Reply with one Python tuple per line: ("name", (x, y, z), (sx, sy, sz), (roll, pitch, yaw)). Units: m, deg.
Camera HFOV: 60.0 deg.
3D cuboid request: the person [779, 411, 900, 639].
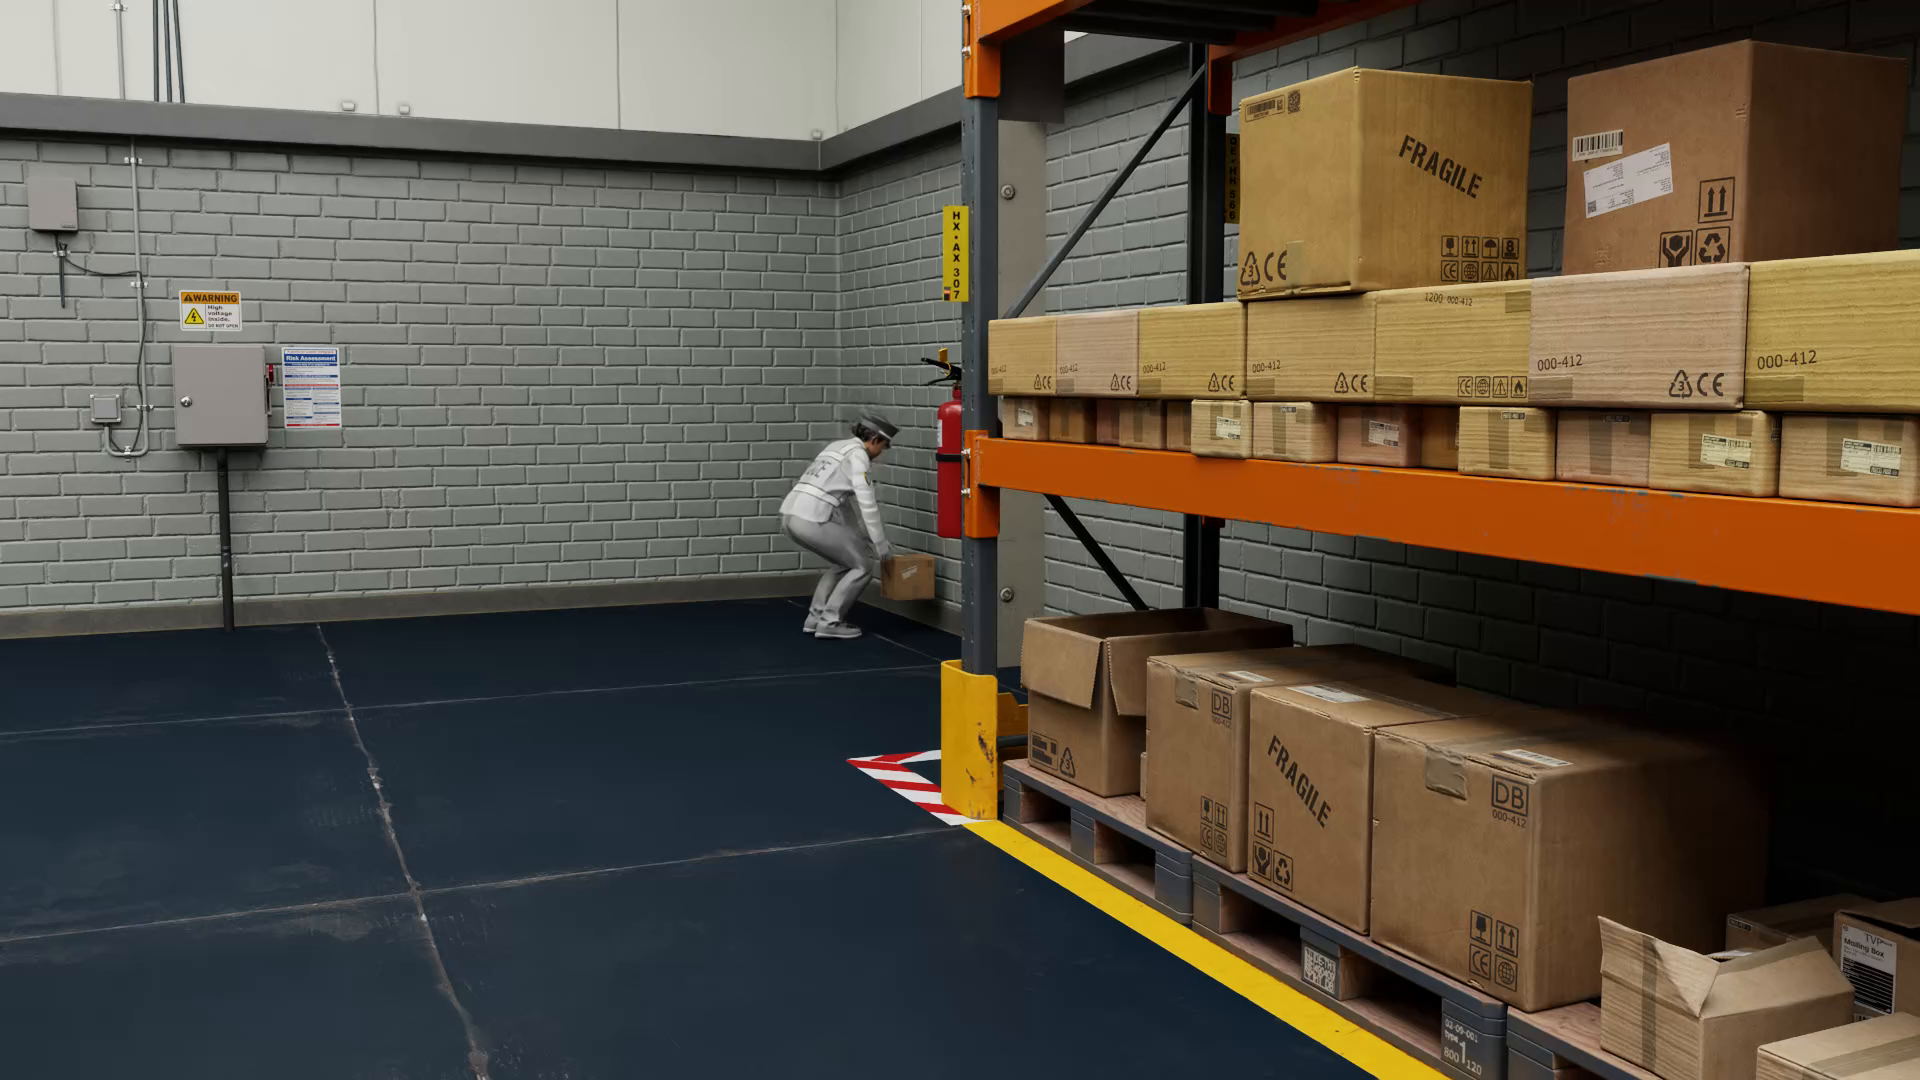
("person", (-0.702, -0.095, 9.813), (0.737, 1.322, 0.534), (-2, 6, -23))
